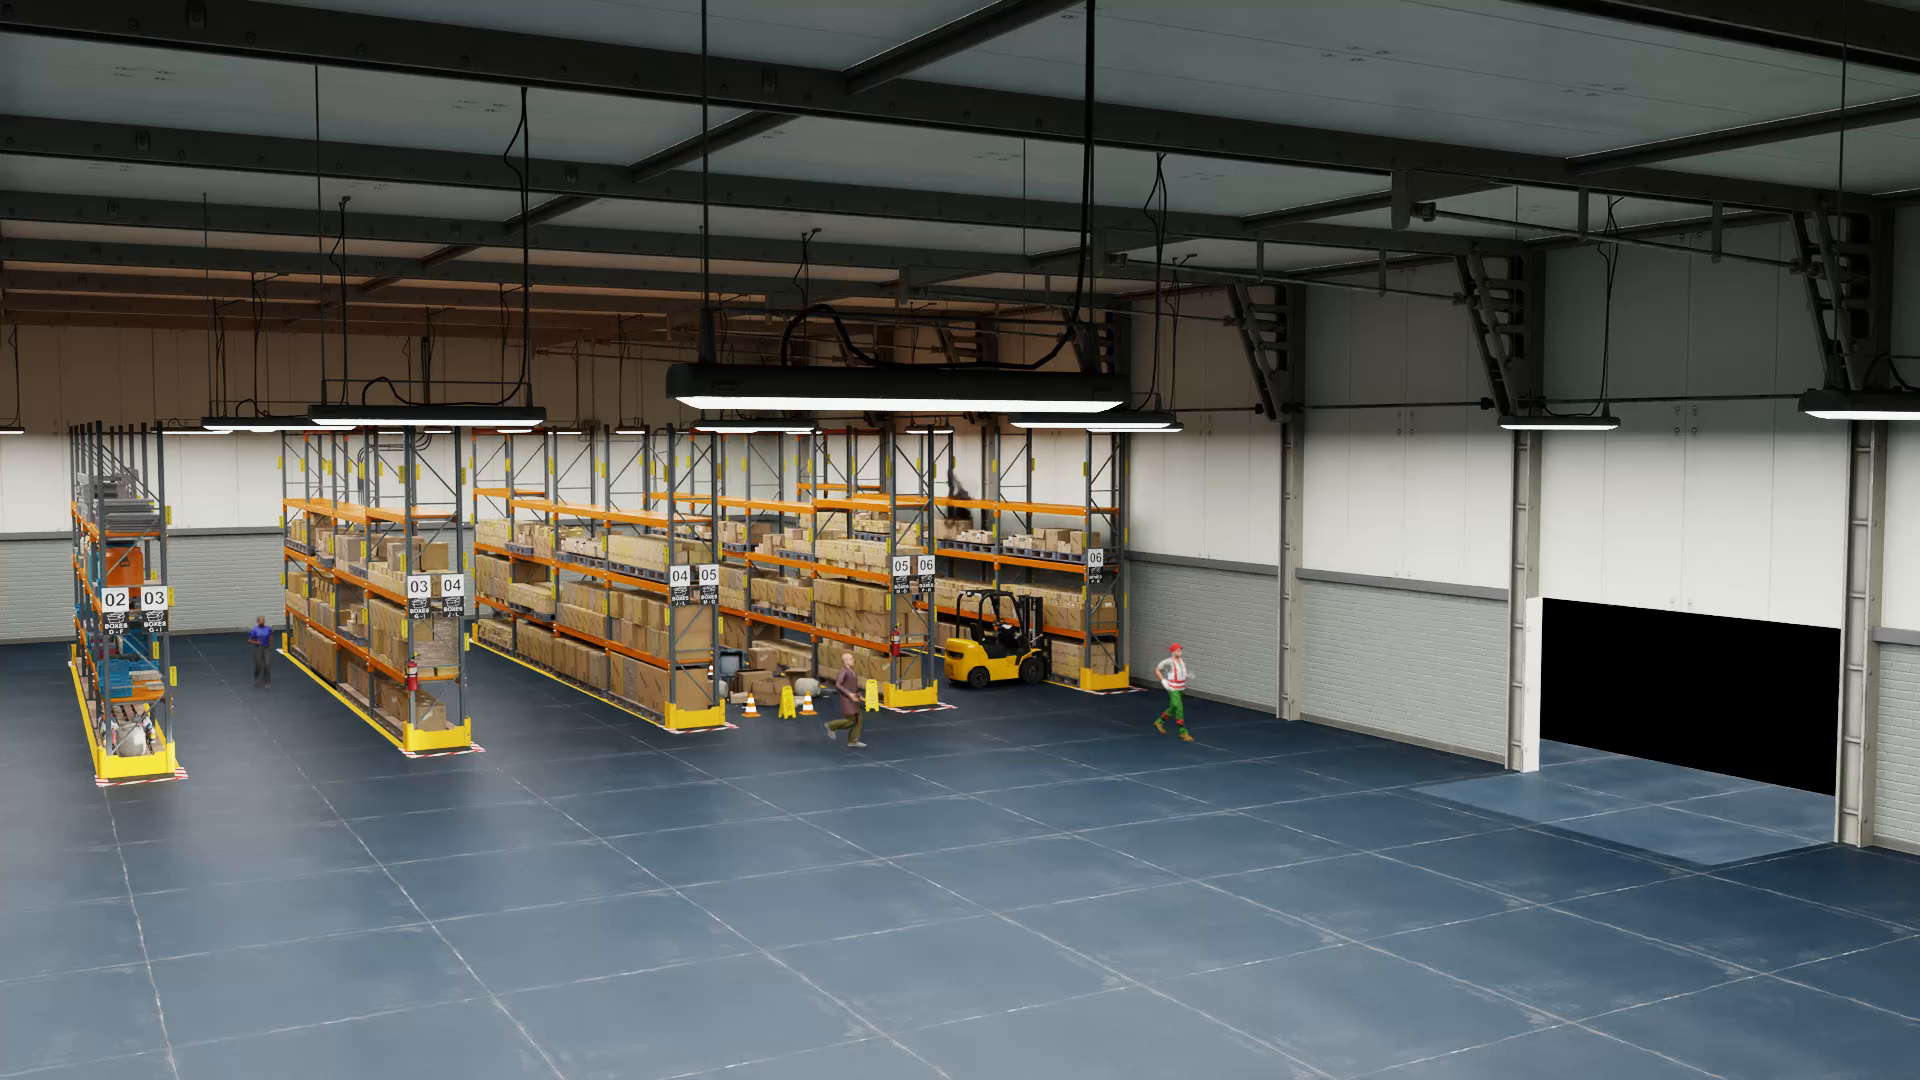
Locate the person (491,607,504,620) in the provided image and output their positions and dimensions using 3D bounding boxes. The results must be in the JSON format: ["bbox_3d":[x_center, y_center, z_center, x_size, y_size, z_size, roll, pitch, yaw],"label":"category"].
[{"bbox_3d":[-13.417,1.971,48.258,0.753,1.533,0.612,1,4,9],"label":"person"}]

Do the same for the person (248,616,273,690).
[{"bbox_3d":[-15.916,2.547,37.907,0.582,1.658,0.920,-3,4,-36],"label":"person"}]

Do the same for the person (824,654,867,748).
[{"bbox_3d":[-2.102,2.964,30.725,0.789,1.744,0.712,1,4,14],"label":"person"}]

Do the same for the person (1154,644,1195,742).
[{"bbox_3d":[4.078,2.862,31.530,0.979,1.807,0.651,3,5,42],"label":"person"}]
